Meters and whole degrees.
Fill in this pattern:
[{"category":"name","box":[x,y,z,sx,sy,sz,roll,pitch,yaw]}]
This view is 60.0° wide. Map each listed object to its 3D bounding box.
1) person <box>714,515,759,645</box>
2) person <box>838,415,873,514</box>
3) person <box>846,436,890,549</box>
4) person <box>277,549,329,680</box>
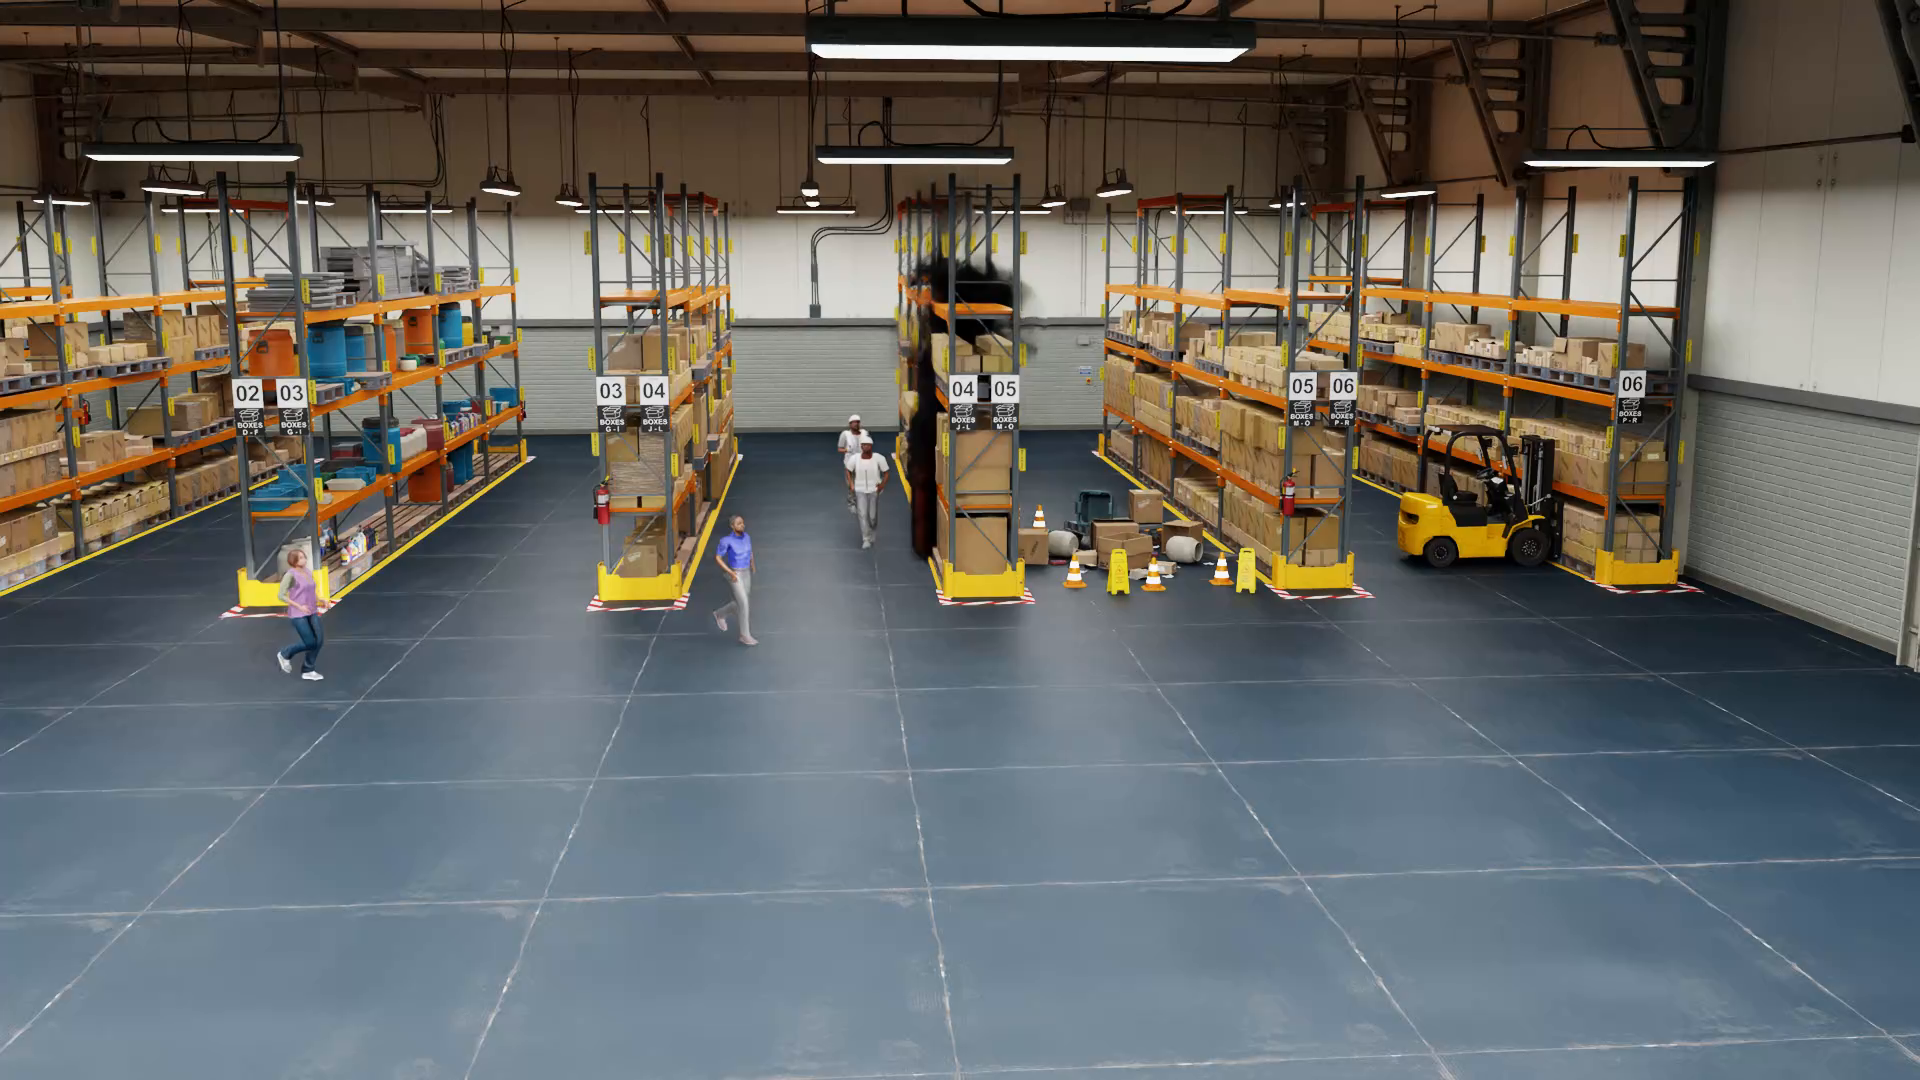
[{"category":"person","box":[-2.868,0.482,21.227,0.767,1.651,0.574,7,12,36]},{"category":"person","box":[-1.809,-1.266,29.227,0.659,1.868,0.673,-2,10,-13]},{"category":"person","box":[-1.470,-0.776,26.448,0.713,1.761,0.729,0,10,0]},{"category":"person","box":[-7.667,0.866,19.338,0.565,1.547,0.537,3,10,16]}]
